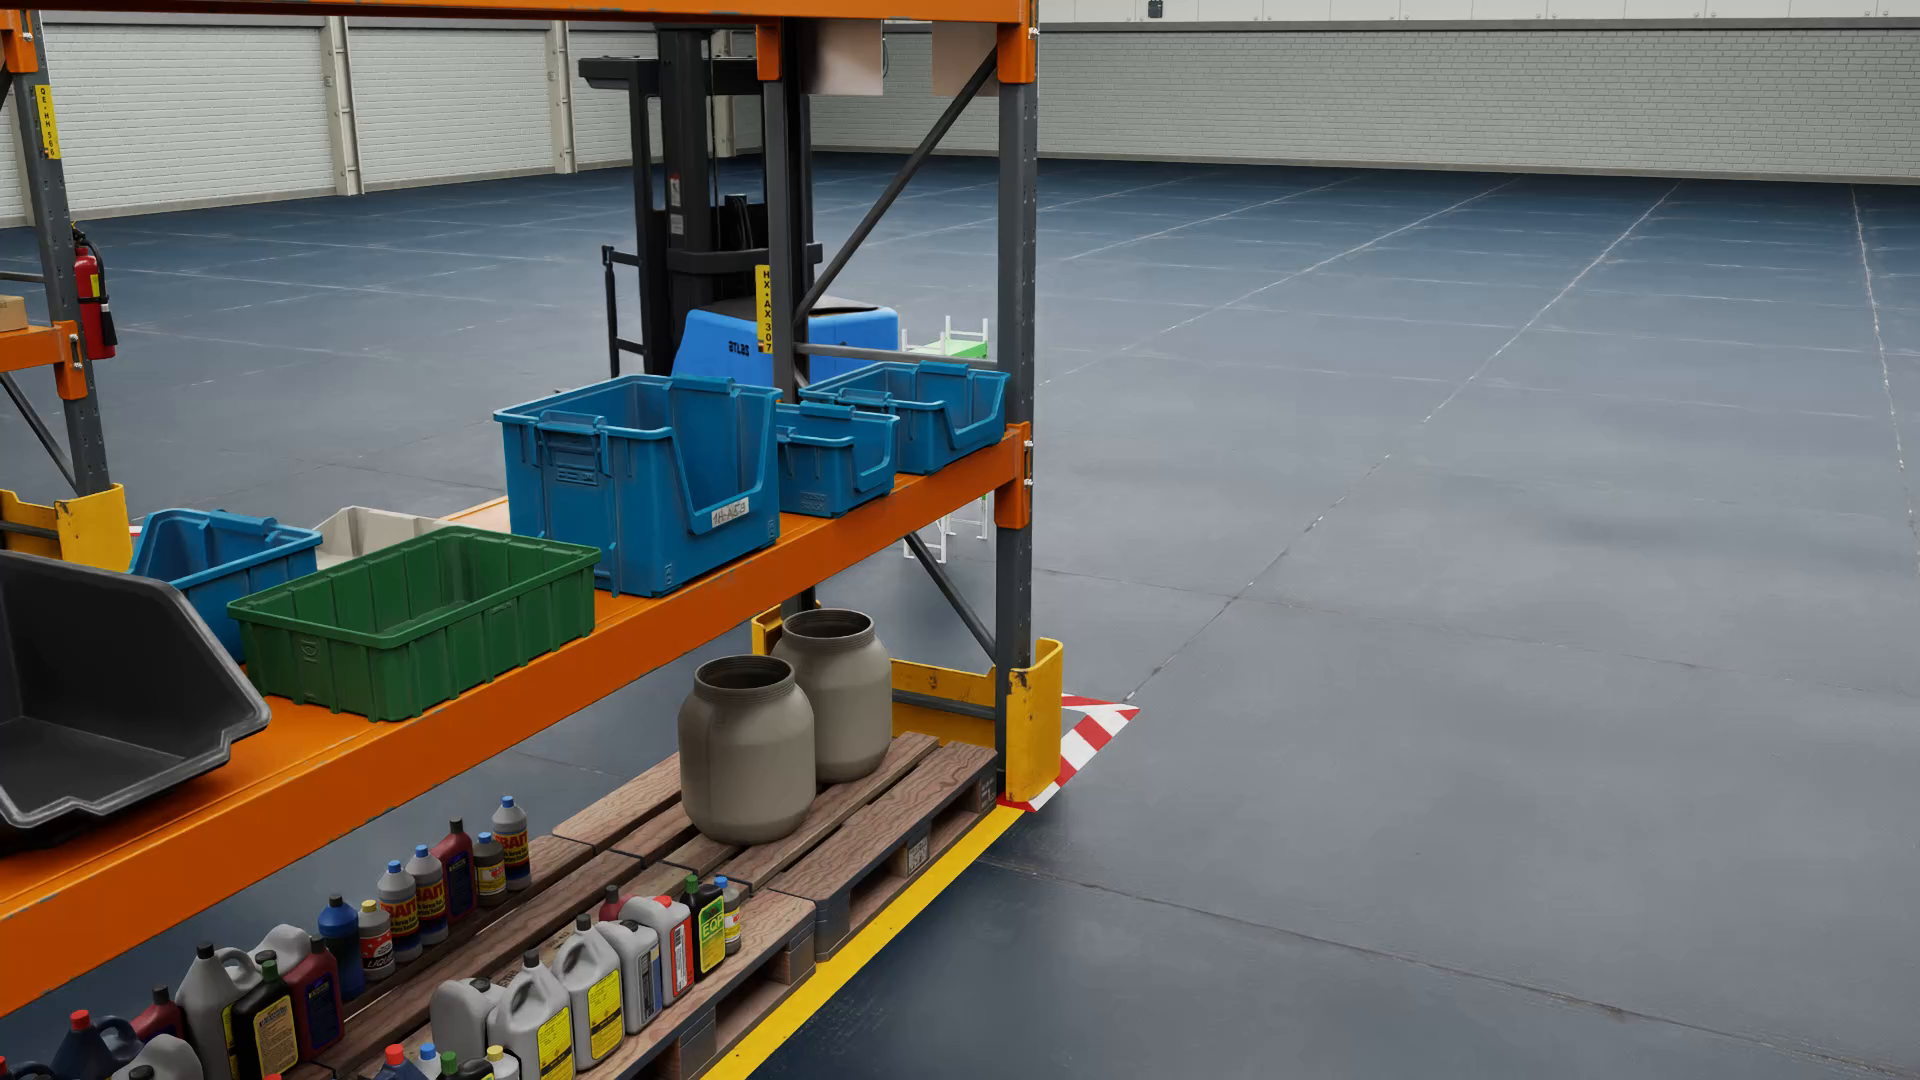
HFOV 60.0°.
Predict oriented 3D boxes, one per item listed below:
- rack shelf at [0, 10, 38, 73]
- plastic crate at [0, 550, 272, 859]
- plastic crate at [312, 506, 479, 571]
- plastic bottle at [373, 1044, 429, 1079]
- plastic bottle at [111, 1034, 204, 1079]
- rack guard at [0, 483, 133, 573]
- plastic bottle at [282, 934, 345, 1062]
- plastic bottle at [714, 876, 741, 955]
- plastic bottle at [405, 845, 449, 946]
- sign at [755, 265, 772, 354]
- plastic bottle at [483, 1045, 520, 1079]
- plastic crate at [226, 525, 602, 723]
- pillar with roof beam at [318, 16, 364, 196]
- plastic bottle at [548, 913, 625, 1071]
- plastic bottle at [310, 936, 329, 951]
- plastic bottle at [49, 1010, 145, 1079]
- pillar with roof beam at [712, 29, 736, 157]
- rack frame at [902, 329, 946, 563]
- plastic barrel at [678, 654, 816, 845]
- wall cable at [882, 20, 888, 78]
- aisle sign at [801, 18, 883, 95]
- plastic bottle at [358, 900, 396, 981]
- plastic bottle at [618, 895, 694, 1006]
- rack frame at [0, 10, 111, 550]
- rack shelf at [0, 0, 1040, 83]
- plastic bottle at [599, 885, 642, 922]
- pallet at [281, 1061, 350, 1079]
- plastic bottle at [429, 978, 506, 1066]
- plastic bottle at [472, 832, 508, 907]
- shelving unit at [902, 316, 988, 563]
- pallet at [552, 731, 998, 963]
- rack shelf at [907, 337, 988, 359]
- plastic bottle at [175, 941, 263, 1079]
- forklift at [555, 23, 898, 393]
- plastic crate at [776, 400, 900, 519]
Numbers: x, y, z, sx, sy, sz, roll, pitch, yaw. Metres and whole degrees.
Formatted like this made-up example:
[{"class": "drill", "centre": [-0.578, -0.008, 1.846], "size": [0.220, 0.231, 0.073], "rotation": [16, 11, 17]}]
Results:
[{"class": "rack shelf", "centre": [-5.540, -1.859, 6.009], "size": [1.077, 0.370, 4.000], "rotation": [8, 18, 25]}, {"class": "plastic crate", "centre": [-1.655, 0.287, 2.900], "size": [0.767, 0.338, 0.504], "rotation": [8, 18, 25]}, {"class": "plastic crate", "centre": [-1.504, 0.055, 4.035], "size": [0.530, 0.136, 0.437], "rotation": [8, 18, 25]}, {"class": "plastic bottle", "centre": [-1.186, 1.232, 3.488], "size": [0.144, 0.351, 0.185], "rotation": [7, 18, 23]}, {"class": "plastic bottle", "centre": [-1.743, 1.232, 3.620], "size": [0.152, 0.276, 0.135], "rotation": [8, 18, 25]}, {"class": "rack guard", "centre": [-4.680, -0.057, 8.339], "size": [1.175, 0.500, 0.348], "rotation": [8, 18, 25]}, {"class": "plastic bottle", "centre": [-1.571, 1.106, 4.031], "size": [0.061, 0.283, 0.133], "rotation": [8, 18, 25]}, {"class": "plastic bottle", "centre": [-0.644, 1.009, 4.500], "size": [0.097, 0.201, 0.097], "rotation": [0, 17, 0]}, {"class": "plastic bottle", "centre": [-1.457, 0.962, 4.538], "size": [0.097, 0.271, 0.097], "rotation": [0, 17, 0]}, {"class": "sign", "centre": [-0.705, -0.849, 6.127], "size": [0.100, 0.325, 0.005], "rotation": [8, 18, 25]}, {"class": "plastic bottle", "centre": [-1.039, 1.235, 3.742], "size": [0.097, 0.201, 0.097], "rotation": [0, 17, 0]}, {"class": "plastic crate", "centre": [-1.144, 0.166, 3.570], "size": [0.450, 0.188, 0.662], "rotation": [8, 18, 25]}, {"class": "pillar with roof beam", "centre": [-7.177, -10.017, 26.944], "size": [9.100, 9.000, 0.400], "rotation": [8, 18, 25]}, {"class": "plastic bottle", "centre": [-0.913, 1.076, 4.012], "size": [0.144, 0.351, 0.185], "rotation": [9, 19, 28]}, {"class": "plastic bottle", "centre": [-1.638, 1.098, 4.201], "size": [0.097, 0.201, 0.097], "rotation": [0, 17, 0]}, {"class": "plastic bottle", "centre": [-1.887, 1.183, 3.652], "size": [0.144, 0.351, 0.185], "rotation": [7, 18, 23]}, {"class": "pillar with roof beam", "centre": [-1.815, -13.073, 37.235], "size": [9.100, 9.000, 0.400], "rotation": [8, 18, 25]}, {"class": "rack frame", "centre": [-0.183, -0.471, 8.502], "size": [0.240, 1.200, 0.015], "rotation": [8, 18, 25]}, {"class": "plastic barrel", "centre": [-0.665, 0.652, 5.195], "size": [0.421, 0.512, 0.421], "rotation": [0, 17, 0]}, {"class": "wall cable", "centre": [-3.167, -12.715, 41.481], "size": [3.097, 2.526, 0.112], "rotation": [8, 18, 25]}, {"class": "aisle sign", "centre": [-0.445, -1.947, 5.744], "size": [0.394, 0.787, 0.004], "rotation": [8, 18, 25]}, {"class": "plastic bottle", "centre": [-1.546, 1.046, 4.377], "size": [0.097, 0.201, 0.097], "rotation": [0, 17, 0]}, {"class": "plastic bottle", "centre": [-0.781, 1.034, 4.285], "size": [0.152, 0.276, 0.135], "rotation": [8, 18, 26]}, {"class": "rack frame", "centre": [-4.646, -1.275, 8.049], "size": [1.000, 3.000, 0.127], "rotation": [8, 18, 25]}, {"class": "rack shelf", "centre": [-1.109, -1.228, 3.887], "size": [1.077, 0.370, 4.000], "rotation": [8, 18, 25]}, {"class": "plastic bottle", "centre": [-0.876, 1.017, 4.329], "size": [0.061, 0.283, 0.133], "rotation": [8, 18, 25]}, {"class": "pallet", "centre": [-1.665, 1.545, 3.452], "size": [1.003, 0.211, 1.213], "rotation": [8, 18, 25]}, {"class": "plastic bottle", "centre": [-1.140, 1.147, 3.905], "size": [0.152, 0.276, 0.135], "rotation": [8, 18, 25]}, {"class": "plastic bottle", "centre": [-1.350, 0.934, 4.753], "size": [0.097, 0.201, 0.097], "rotation": [0, 17, 0]}, {"class": "shelving unit", "centre": [-0.074, -0.533, 8.712], "size": [0.258, 1.200, 0.503], "rotation": [8, 18, 25]}, {"class": "pallet", "centre": [-0.575, 0.923, 5.544], "size": [1.003, 0.211, 1.213], "rotation": [8, 18, 25]}, {"class": "rack shelf", "centre": [-0.074, -0.932, 8.593], "size": [0.258, 0.148, 0.480], "rotation": [8, 18, 25]}, {"class": "plastic bottle", "centre": [-1.743, 1.101, 3.929], "size": [0.144, 0.351, 0.185], "rotation": [8, 18, 25]}, {"class": "forklift", "centre": [-1.673, -1.989, 10.574], "size": [1.130, 2.935, 3.031], "rotation": [-13, 21, -37]}, {"class": "plastic crate", "centre": [-0.466, -0.243, 4.836], "size": [0.499, 0.251, 0.408], "rotation": [8, 18, 25]}]
